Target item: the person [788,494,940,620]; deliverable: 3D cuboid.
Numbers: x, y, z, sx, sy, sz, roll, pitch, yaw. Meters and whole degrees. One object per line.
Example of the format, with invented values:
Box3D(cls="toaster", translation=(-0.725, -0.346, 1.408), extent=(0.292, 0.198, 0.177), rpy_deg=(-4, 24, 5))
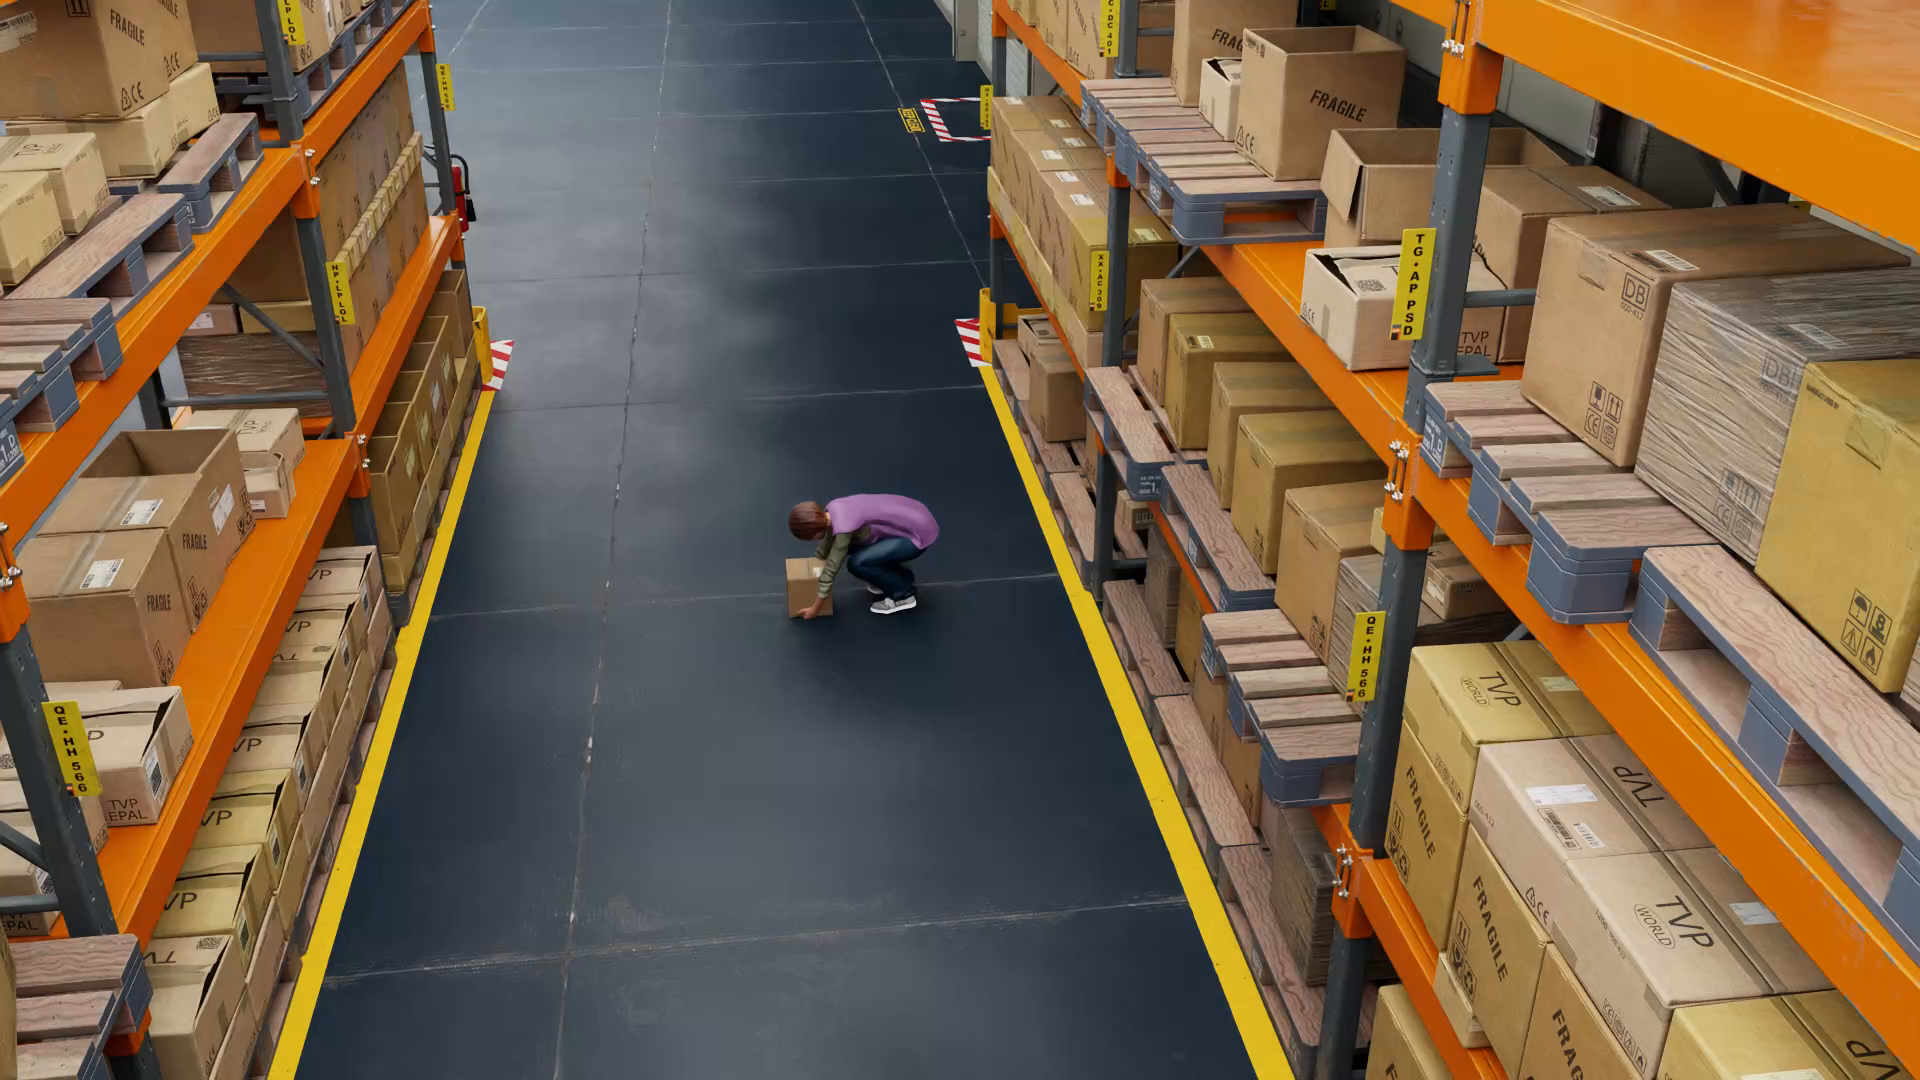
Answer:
Box3D(cls="person", translation=(-0.543, 0.071, 9.510), extent=(0.860, 0.697, 0.422), rpy_deg=(-4, 28, -8))
